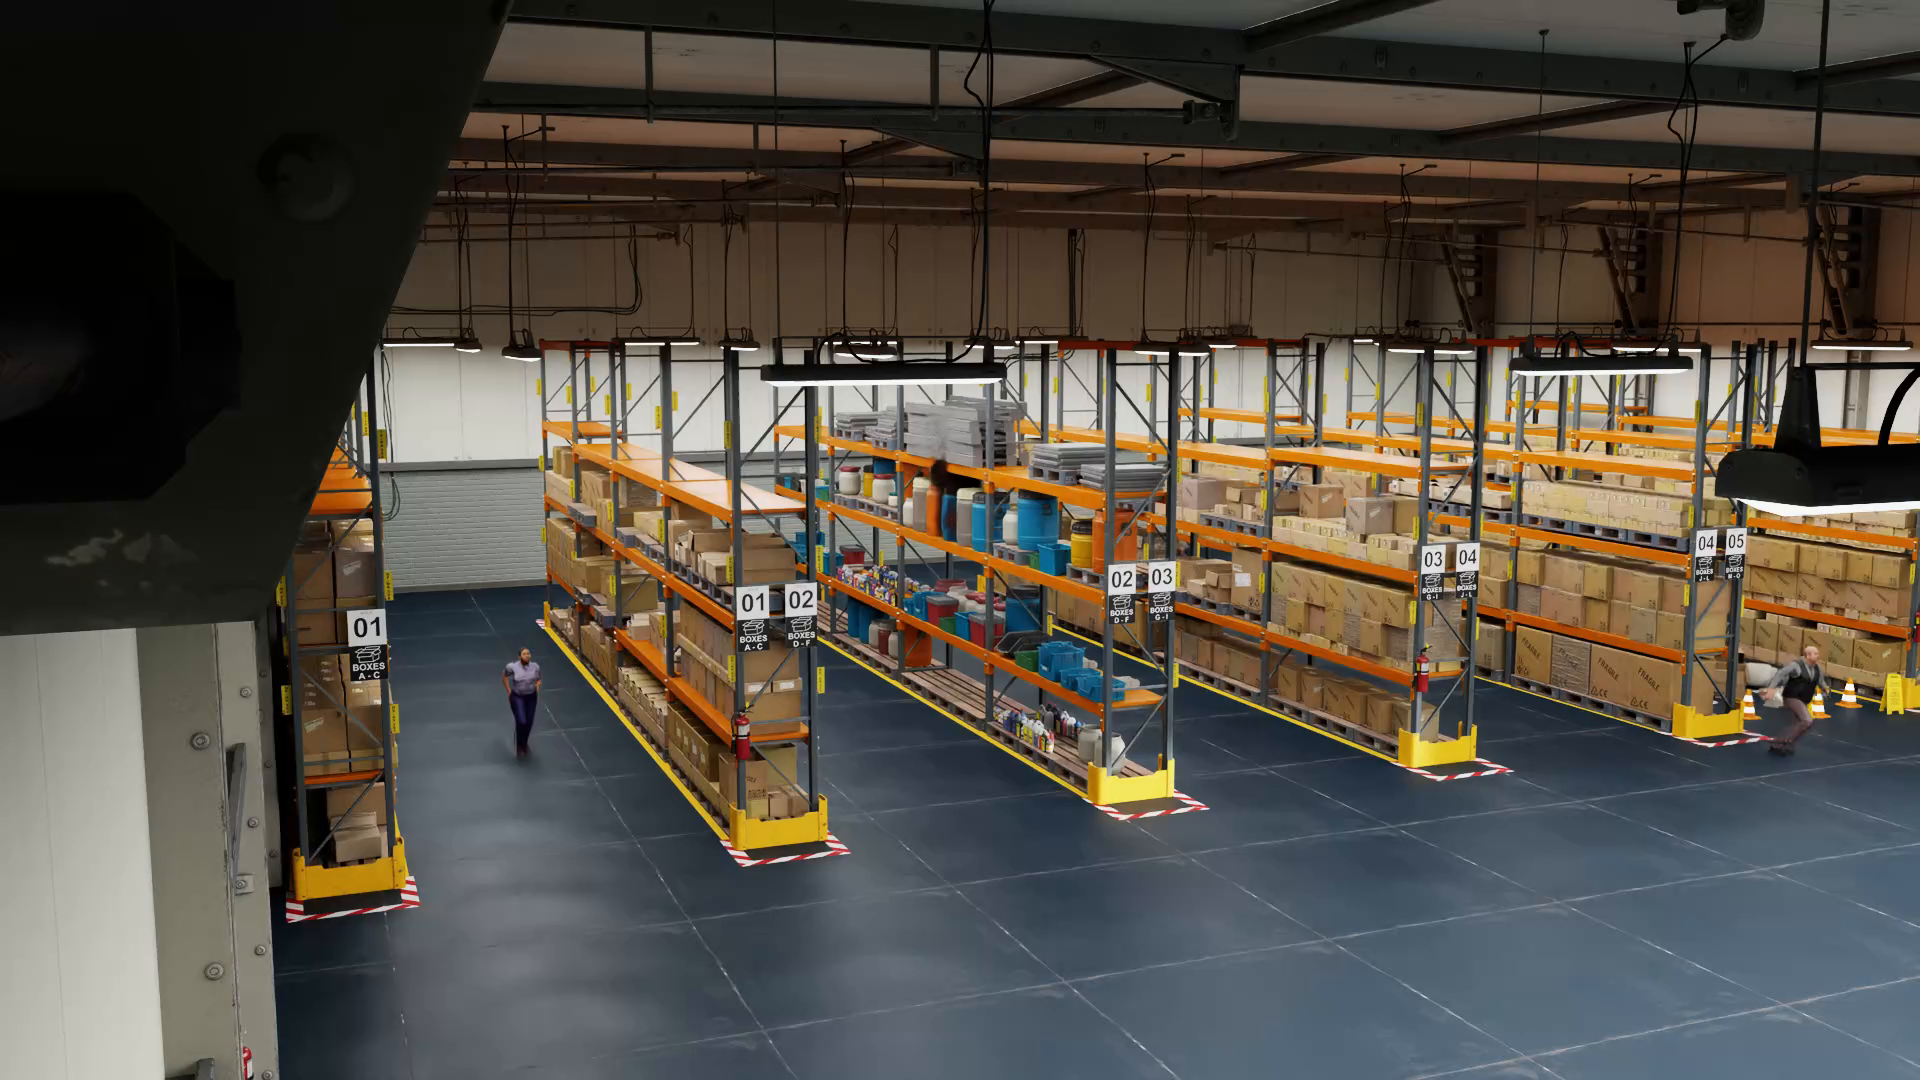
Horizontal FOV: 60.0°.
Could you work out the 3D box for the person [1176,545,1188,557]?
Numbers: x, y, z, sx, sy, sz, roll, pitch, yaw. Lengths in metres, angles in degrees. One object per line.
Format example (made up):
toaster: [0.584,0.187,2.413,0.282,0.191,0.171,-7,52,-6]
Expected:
person: [4.821,0.797,37.051,0.528,1.448,0.982,-1,7,-4]

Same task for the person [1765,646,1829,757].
person: [12.353,2.372,24.397,0.814,1.630,0.695,-5,9,-32]

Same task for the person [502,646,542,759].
person: [-6.405,2.384,24.428,0.530,1.644,0.795,-5,9,-32]
